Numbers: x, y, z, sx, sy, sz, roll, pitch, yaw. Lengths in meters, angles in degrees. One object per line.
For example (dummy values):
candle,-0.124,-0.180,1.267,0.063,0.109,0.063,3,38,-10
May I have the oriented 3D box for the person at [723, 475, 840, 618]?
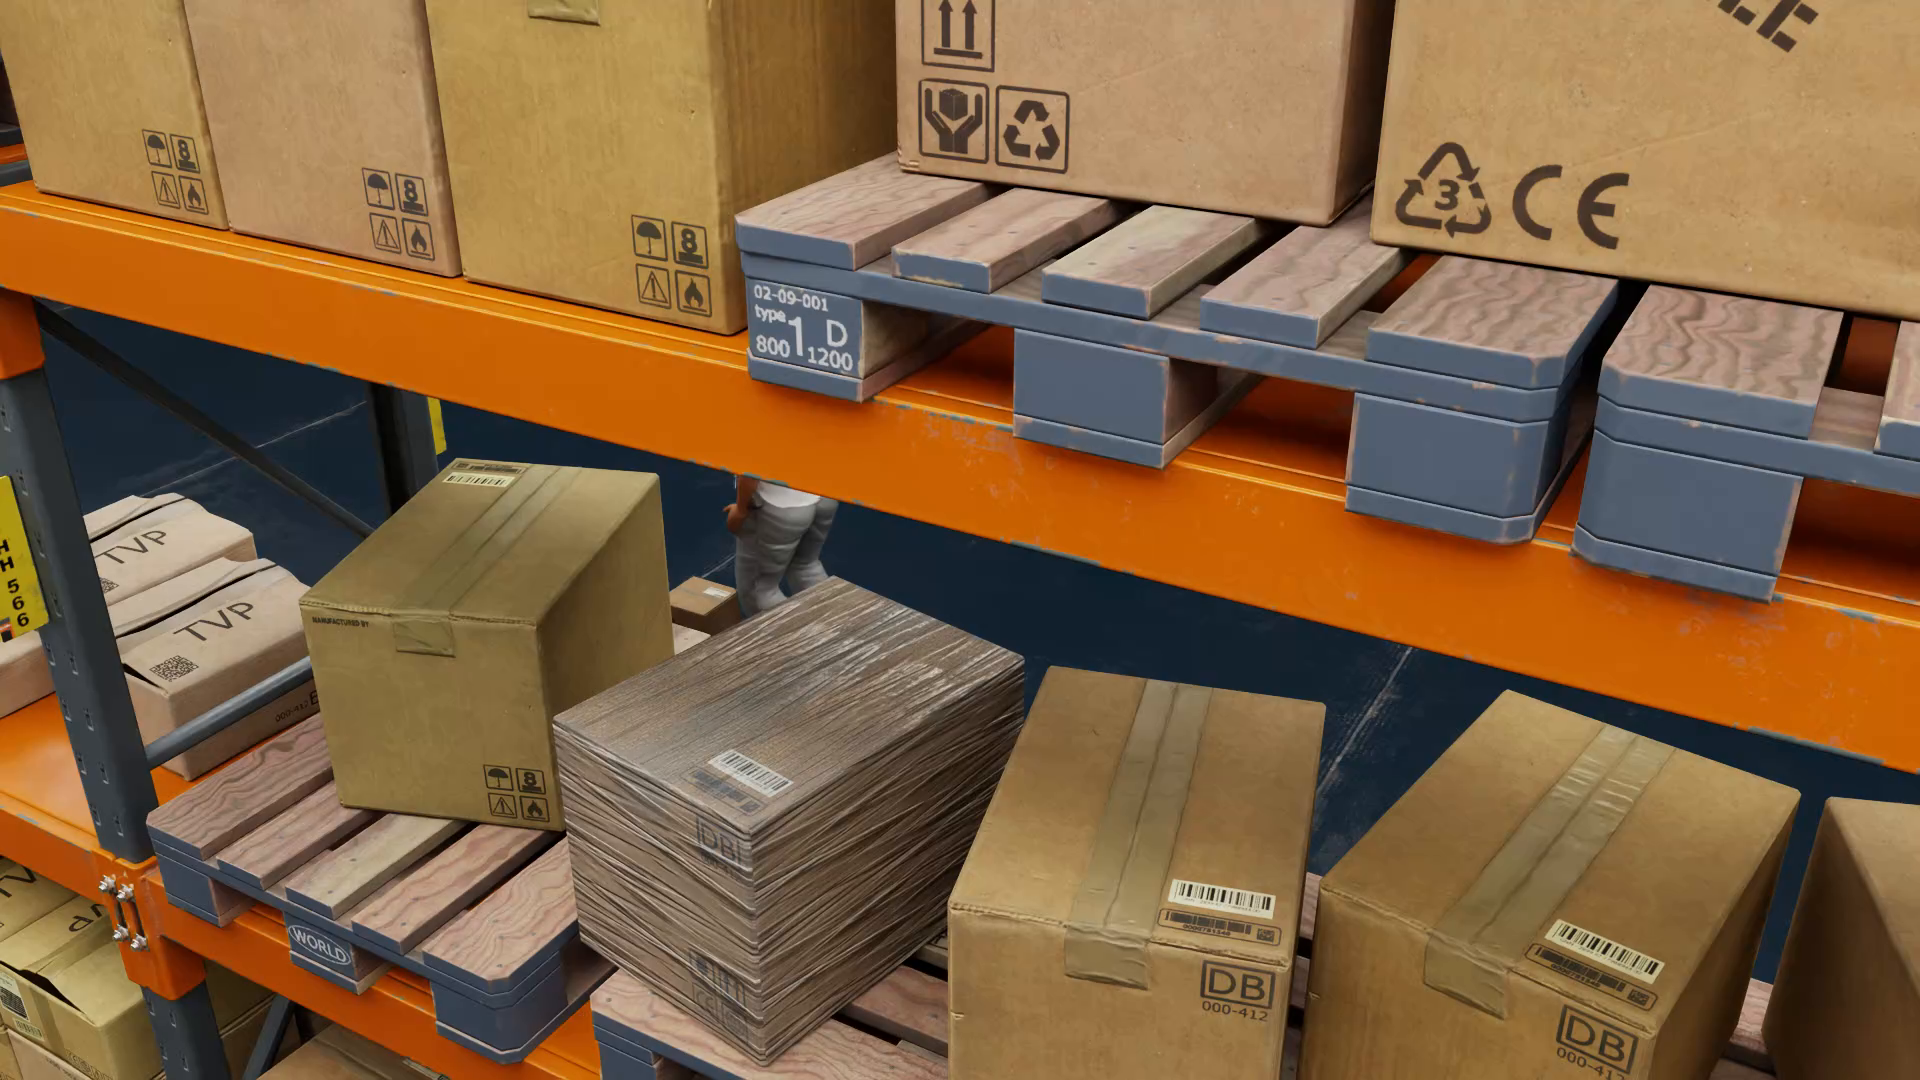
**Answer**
person,-0.696,-0.165,6.473,0.419,1.645,0.480,15,30,27
